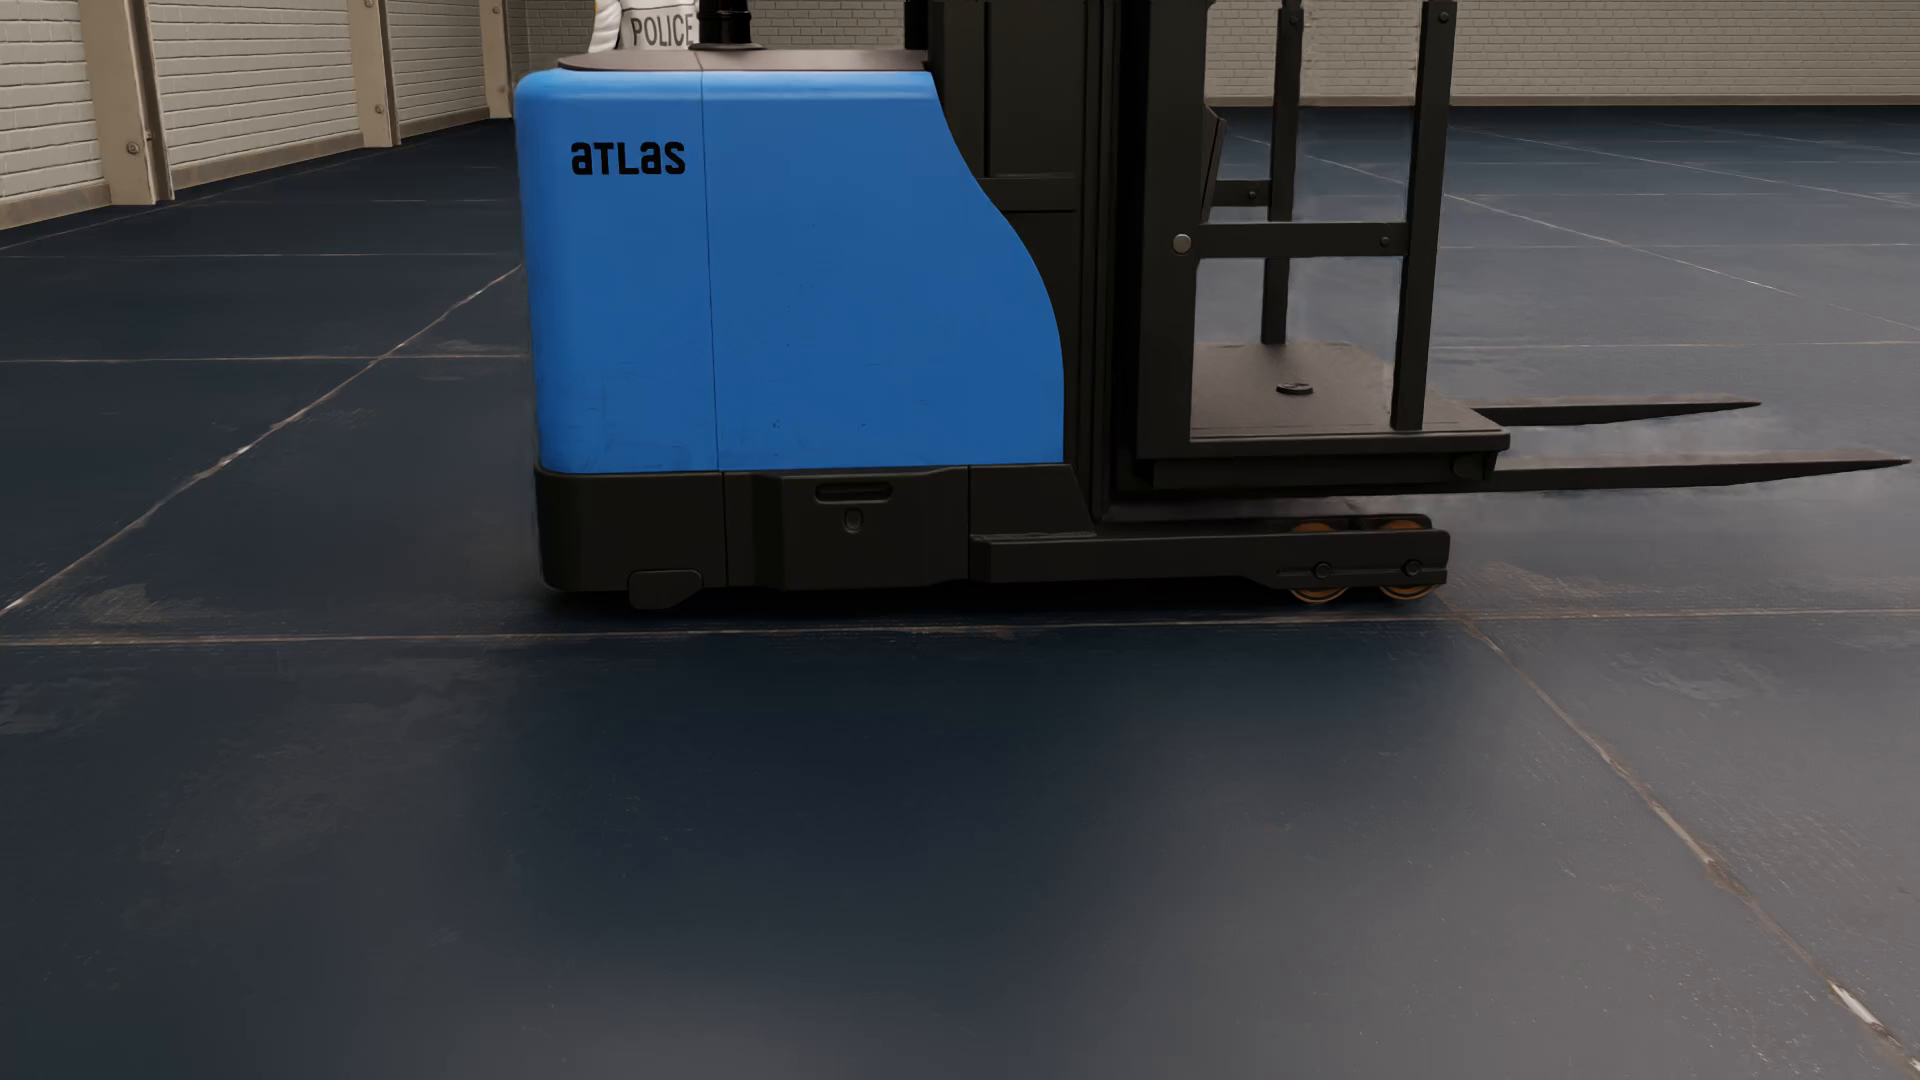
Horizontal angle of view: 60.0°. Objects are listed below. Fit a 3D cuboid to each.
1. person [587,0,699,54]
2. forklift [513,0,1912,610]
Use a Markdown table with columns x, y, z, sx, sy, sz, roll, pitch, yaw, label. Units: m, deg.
| x | y | z | sx | sy | sz | roll | pitch | yaw | label |
| --- | --- | --- | --- | --- | --- | --- | --- | --- | --- |
| -1.194 | -1.701 | 6.576 | 0.575 | 1.701 | 0.514 | -6 | 18 | -19 | person |
| 0.608 | -1.422 | 3.556 | 3.031 | 2.935 | 1.130 | -2 | 17 | -5 | forklift |
